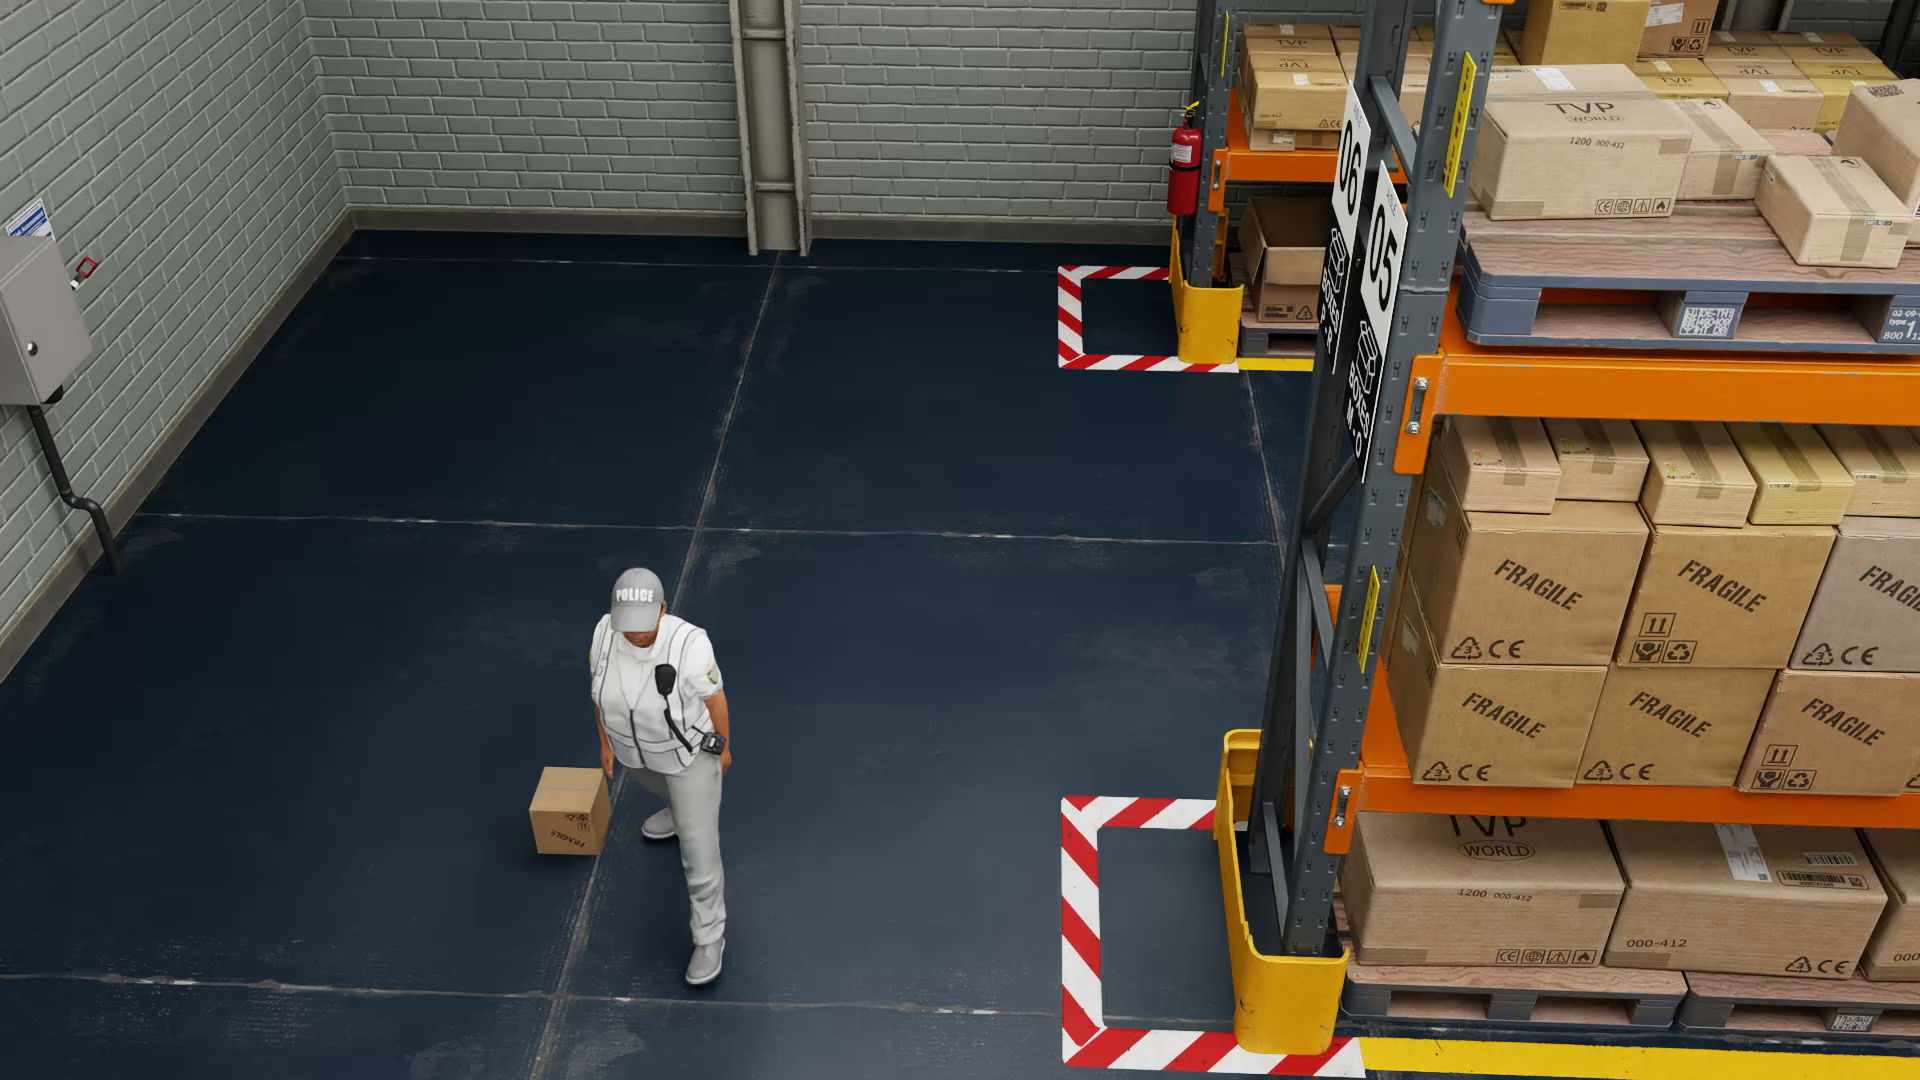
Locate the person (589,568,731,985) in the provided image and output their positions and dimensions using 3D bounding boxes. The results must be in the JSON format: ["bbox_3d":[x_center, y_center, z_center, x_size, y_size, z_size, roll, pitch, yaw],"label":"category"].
[{"bbox_3d":[-1.078,0.745,6.087,0.633,1.621,0.892,11,37,15],"label":"person"}]
